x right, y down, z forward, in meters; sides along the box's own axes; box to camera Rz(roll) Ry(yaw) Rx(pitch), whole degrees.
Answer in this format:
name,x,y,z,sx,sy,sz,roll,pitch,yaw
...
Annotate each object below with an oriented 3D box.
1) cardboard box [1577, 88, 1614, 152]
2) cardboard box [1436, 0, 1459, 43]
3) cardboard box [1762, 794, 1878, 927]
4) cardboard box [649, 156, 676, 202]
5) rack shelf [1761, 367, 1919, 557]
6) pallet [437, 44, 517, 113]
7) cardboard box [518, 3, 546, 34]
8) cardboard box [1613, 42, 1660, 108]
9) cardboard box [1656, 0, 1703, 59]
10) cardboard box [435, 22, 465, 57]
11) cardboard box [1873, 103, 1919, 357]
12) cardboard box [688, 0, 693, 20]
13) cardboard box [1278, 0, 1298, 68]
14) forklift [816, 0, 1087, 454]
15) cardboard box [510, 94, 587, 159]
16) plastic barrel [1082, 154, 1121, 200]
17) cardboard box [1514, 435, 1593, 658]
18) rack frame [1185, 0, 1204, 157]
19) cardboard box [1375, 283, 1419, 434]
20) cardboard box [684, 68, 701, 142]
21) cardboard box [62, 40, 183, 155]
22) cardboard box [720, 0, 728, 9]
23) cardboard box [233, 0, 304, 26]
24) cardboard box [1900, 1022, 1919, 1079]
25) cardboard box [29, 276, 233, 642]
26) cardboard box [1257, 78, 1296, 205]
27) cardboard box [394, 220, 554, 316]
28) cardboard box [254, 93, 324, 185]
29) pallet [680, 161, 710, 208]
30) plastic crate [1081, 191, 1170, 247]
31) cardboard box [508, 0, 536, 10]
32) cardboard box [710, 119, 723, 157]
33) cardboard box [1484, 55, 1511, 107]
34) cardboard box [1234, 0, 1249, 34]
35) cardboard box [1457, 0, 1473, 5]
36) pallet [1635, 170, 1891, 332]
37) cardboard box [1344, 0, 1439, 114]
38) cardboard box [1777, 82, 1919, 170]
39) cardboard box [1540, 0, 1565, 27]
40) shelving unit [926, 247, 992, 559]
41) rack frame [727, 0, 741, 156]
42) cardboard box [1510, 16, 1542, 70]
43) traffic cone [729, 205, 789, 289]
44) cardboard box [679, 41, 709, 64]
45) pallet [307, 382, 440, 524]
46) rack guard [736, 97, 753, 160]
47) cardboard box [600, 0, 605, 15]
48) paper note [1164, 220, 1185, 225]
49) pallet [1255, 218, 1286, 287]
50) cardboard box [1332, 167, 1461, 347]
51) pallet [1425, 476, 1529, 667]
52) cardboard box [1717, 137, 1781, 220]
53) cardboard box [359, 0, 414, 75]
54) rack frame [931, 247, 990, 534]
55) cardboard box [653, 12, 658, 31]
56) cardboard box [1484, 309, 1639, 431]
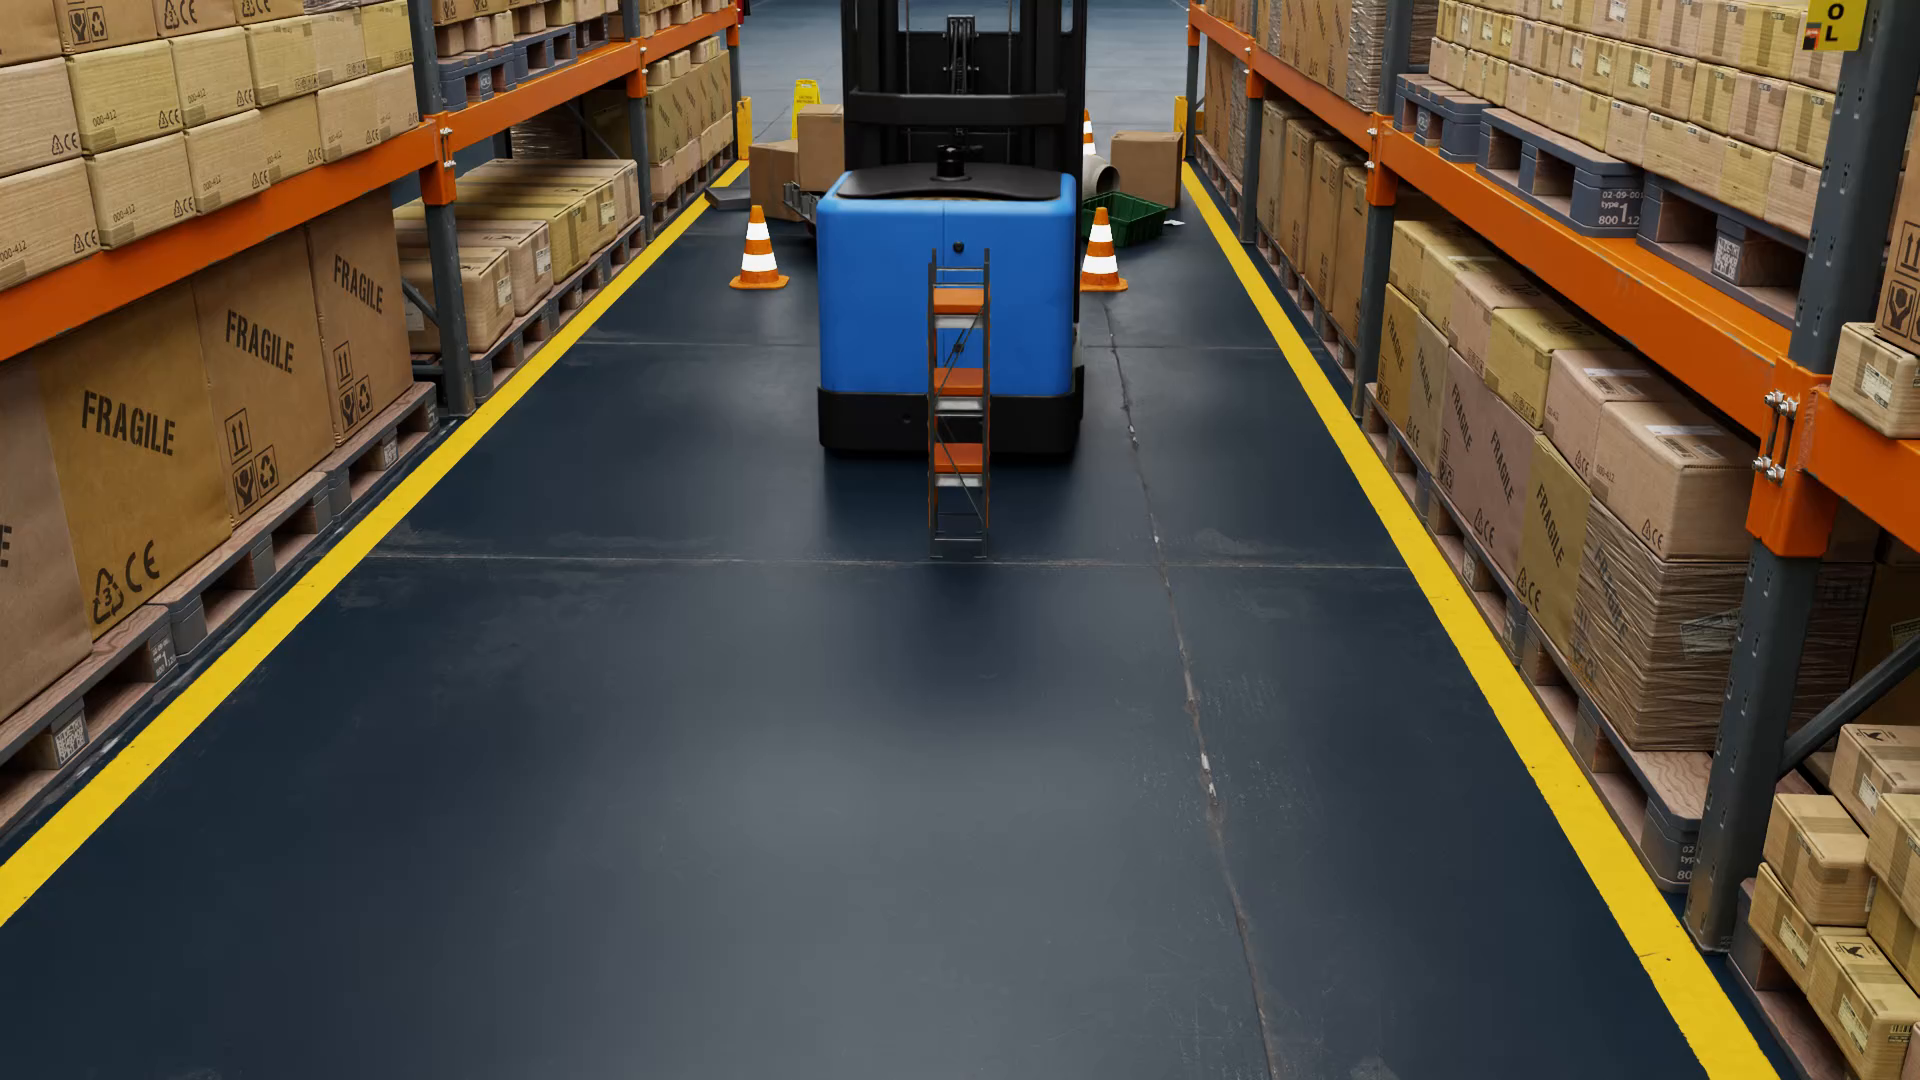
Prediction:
name,x,y,z,sx,sy,sz,roll,pitch,yaw
cardboard box,1.989,-1.194,4.727,0.380,0.149,0.250,2,21,4
cardboard box,2.045,-1.990,6.366,0.380,0.149,0.250,2,21,4
cardboard box,1.808,0.623,3.225,0.380,0.149,0.250,2,21,4
cardboard box,-2.281,-2.534,11.633,0.500,0.250,0.500,0,21,-1
rack shelf,2.078,0.560,1.434,1.077,0.370,4.000,1,21,2
pallet,-2.775,-2.132,7.643,1.213,0.211,1.003,1,21,2
cardboard box,-2.397,-2.741,8.713,0.380,0.149,0.250,1,21,3
cardboard box,1.984,-1.240,4.434,0.380,0.149,0.250,0,21,-1
cardboard box,1.981,-1.288,4.145,0.380,0.149,0.250,1,21,1
cardboard box,-2.453,-2.259,7.471,0.380,0.149,0.250,-1,21,-2
cardboard box,1.872,-0.508,2.642,0.500,0.500,0.500,0,21,1
cardboard box,-2.211,-3.956,12.426,0.380,0.149,0.250,1,21,1
cardboard box,2.065,-2.888,9.186,0.500,0.500,0.500,1,21,1
forklift,0.035,-2.205,7.659,1.130,2.935,3.031,1,21,4
cardboard box,-2.819,-2.890,11.514,0.500,0.500,0.500,0,21,1
plastic barrel,0.883,-2.617,12.189,0.512,0.421,0.421,18,27,38
cardboard box,1.925,0.015,4.719,0.500,0.500,0.500,0,21,0
rack frame,2.504,-4.838,14.350,1.000,3.000,0.127,1,21,2
cardboard box,1.984,-0.723,6.620,0.500,0.500,0.500,0,21,-1
cardboard box,-2.259,-3.264,12.479,0.500,0.500,0.500,2,21,4
cardboard box,-2.487,-1.207,4.509,0.500,0.250,0.500,1,21,2
cardboard box,-2.142,-4.508,13.848,0.380,0.149,0.250,0,21,1
cardboard box,-2.474,-1.921,5.312,0.500,0.500,0.500,1,21,2
cardboard box,1.843,0.949,2.796,0.380,0.149,0.250,1,21,1
cardboard box,-2.854,-0.274,4.945,0.875,0.875,0.875,1,21,3
cardboard box,2.471,-2.823,11.515,0.875,0.875,0.875,1,21,2
cardboard box,-2.649,-1.405,8.555,0.950,0.372,0.625,0,21,1
cardboard box,-2.478,-1.341,5.545,0.500,0.250,0.500,0,21,1
pallet,-2.549,-2.795,12.940,1.003,0.211,1.213,1,21,2
plastic crate,1.078,-2.185,11.320,0.450,0.188,0.662,23,29,25
cardboard box,-2.427,-2.885,8.187,0.500,0.500,0.500,1,21,3
cardboard box,-2.227,-3.287,13.574,0.500,0.250,0.500,1,21,2
cardboard box,2.022,-1.572,5.701,0.380,0.149,0.250,2,21,4
cardboard box,2.375,-3.794,11.453,0.875,0.550,0.550,1,21,2
cardboard box,2.047,-2.039,6.082,0.380,0.149,0.250,0,21,0
pallet,2.307,-0.684,3.911,1.003,0.211,1.213,1,21,2
cardboard box,2.006,-2.158,7.305,0.500,0.500,0.500,1,21,2
cardboard box,1.953,-0.862,3.460,0.380,0.149,0.250,1,21,3
cardboard box,2.014,-1.661,5.107,0.380,0.149,0.250,1,21,3
shelving unit,-0.002,-0.470,5.789,0.215,1.050,0.252,1,21,2
rack frame,-2.447,-4.856,14.396,1.000,3.000,0.127,1,21,2
cardboard box,2.018,-1.614,5.398,0.380,0.149,0.250,1,21,2
traffic cone,-1.207,-1.763,9.933,0.336,0.463,0.334,1,21,2
cardboard box,-2.175,-3.809,12.987,0.380,0.149,0.250,2,21,4
pallet,-2.790,-0.379,6.713,1.003,0.211,1.213,1,21,2
rack guard,-2.449,-3.663,14.778,1.175,0.500,0.348,1,21,2
cardboard box,-2.334,-3.204,9.906,0.380,0.149,0.250,0,21,0
paper note,1.497,-2.261,11.812,0.147,0.020,0.142,-16,26,-35
pallet,2.434,-1.812,10.406,1.003,0.211,1.213,1,21,2
cardboard box,2.369,-1.311,7.791,1.050,0.750,0.750,0,21,1
pallet,2.195,0.077,5.538,1.003,0.211,1.213,1,21,2
cardboard box,1.960,-0.817,3.755,0.380,0.149,0.250,1,21,2
cardboard box,-2.451,-1.948,6.420,0.500,0.250,0.500,1,21,1
rack frame,0.002,-0.514,5.903,0.200,1.050,0.008,1,21,2
cardboard box,-2.305,-3.591,11.484,0.380,0.149,0.250,1,21,1
cardboard box,1.939,-0.528,5.081,0.500,0.250,0.500,0,21,-1
